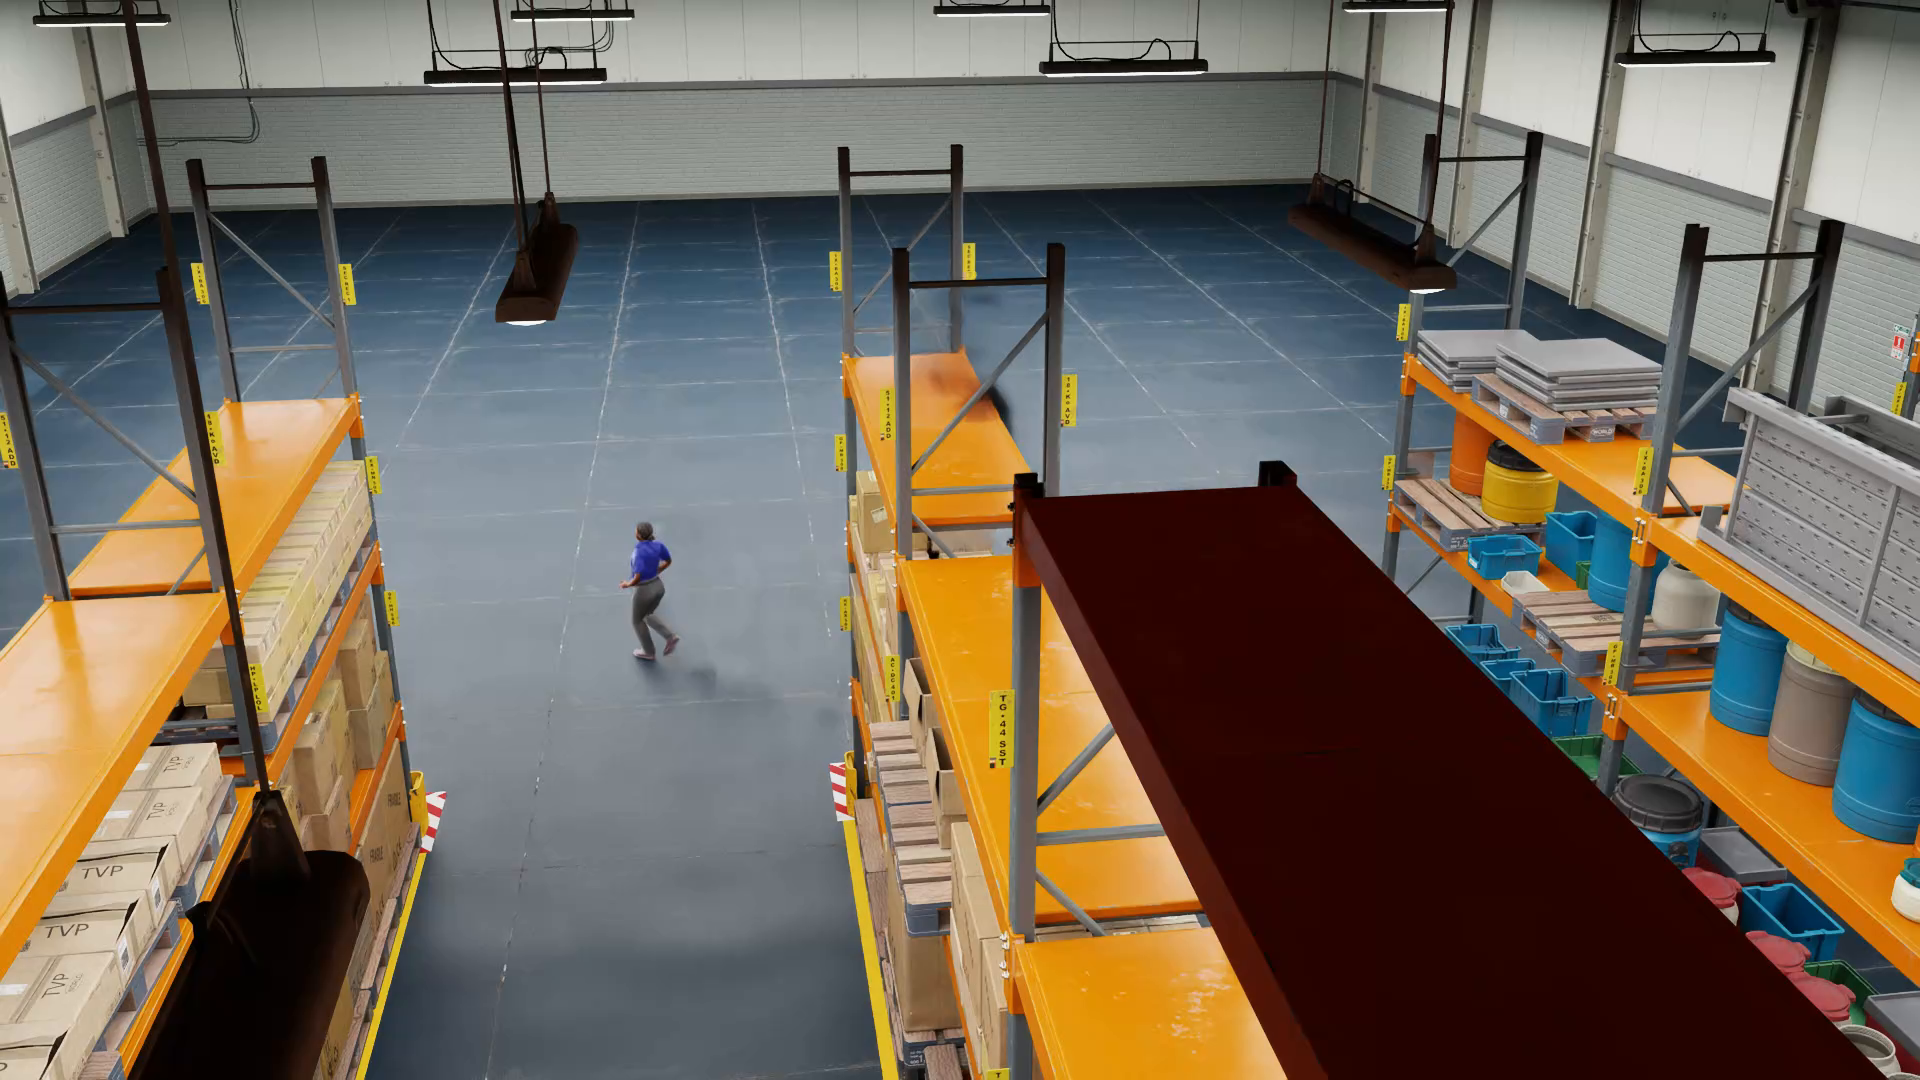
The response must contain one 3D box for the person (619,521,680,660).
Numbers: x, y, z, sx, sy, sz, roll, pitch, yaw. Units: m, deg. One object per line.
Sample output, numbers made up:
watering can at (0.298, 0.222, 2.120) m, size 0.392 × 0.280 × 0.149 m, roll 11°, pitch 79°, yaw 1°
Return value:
person at (-3.364, 0.555, 18.048) m, size 0.566 × 1.609 × 0.600 m, roll 11°, pitch 24°, yaw 26°
